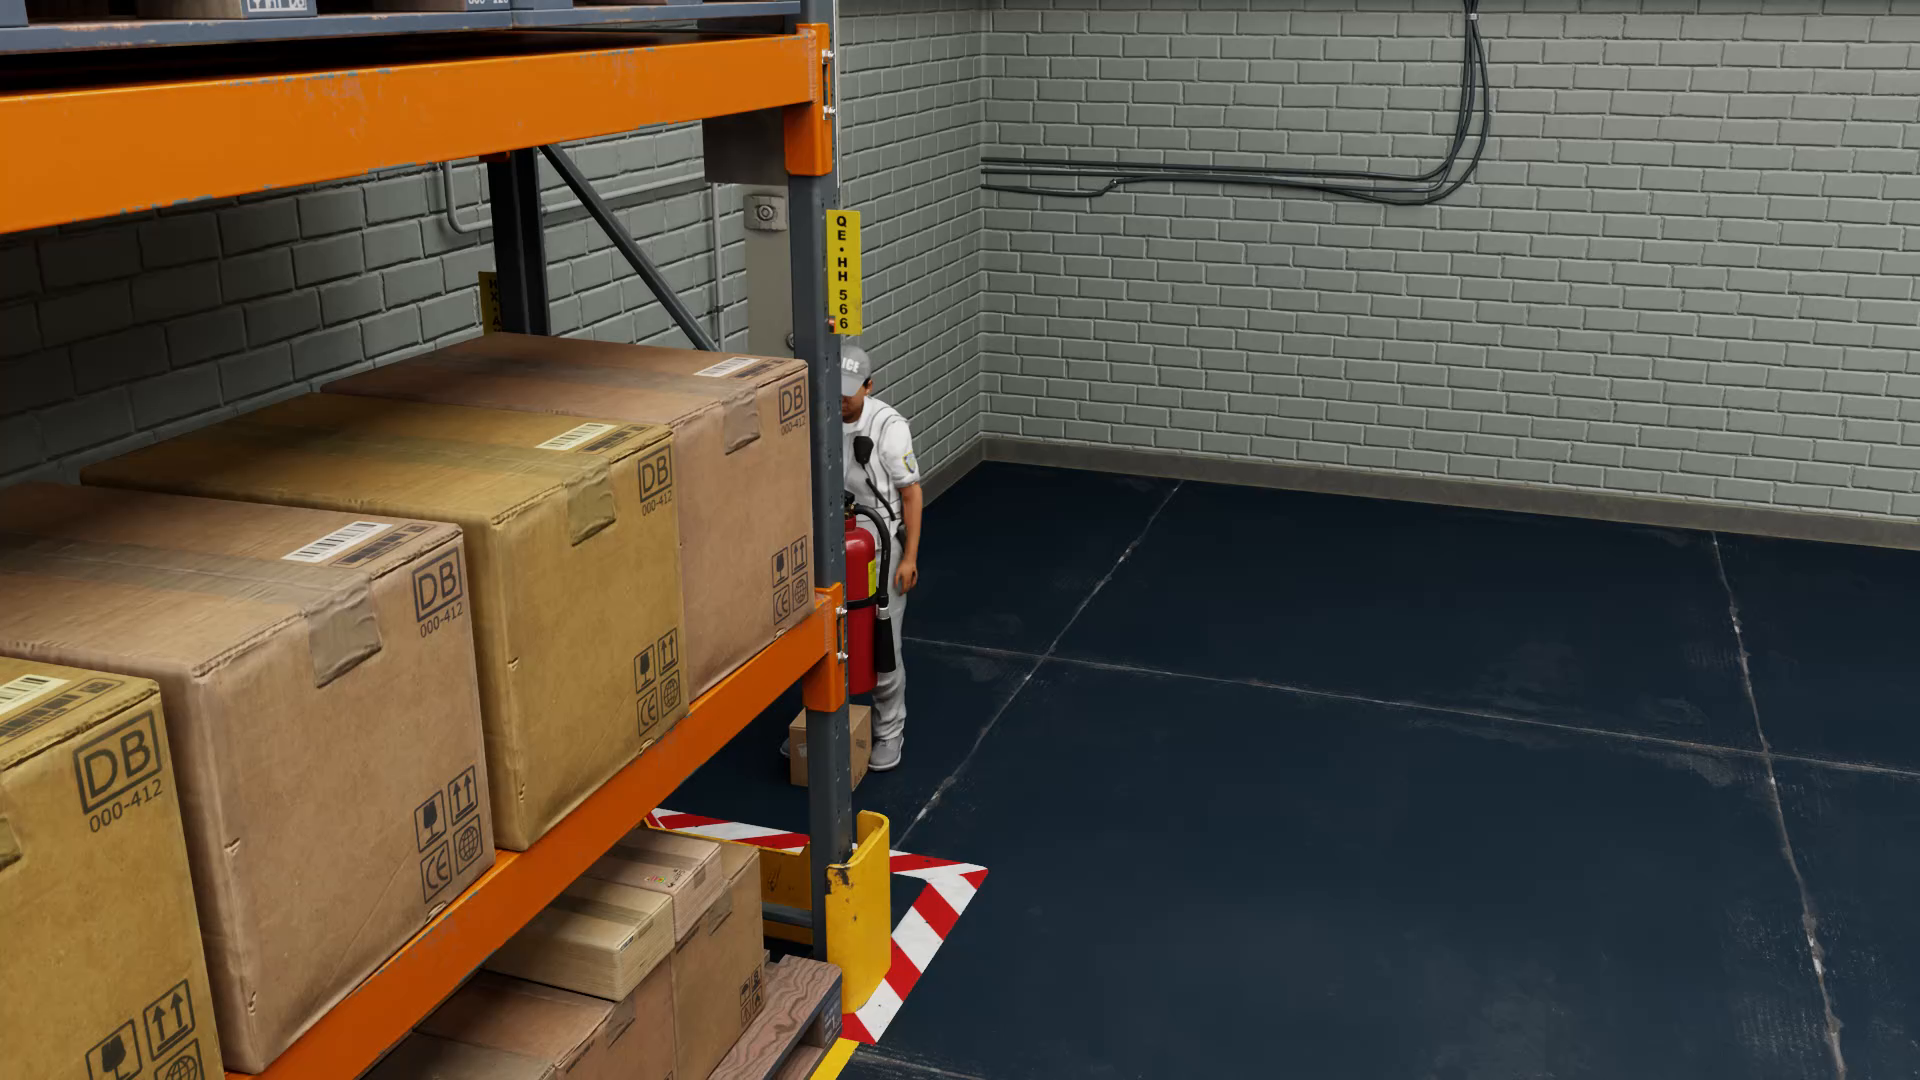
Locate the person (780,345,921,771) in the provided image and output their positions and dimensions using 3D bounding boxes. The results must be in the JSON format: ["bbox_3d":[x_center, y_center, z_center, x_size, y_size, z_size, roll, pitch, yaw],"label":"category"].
[{"bbox_3d":[-0.425,0.058,6.381,0.548,1.666,0.473,6,20,17],"label":"person"}]
